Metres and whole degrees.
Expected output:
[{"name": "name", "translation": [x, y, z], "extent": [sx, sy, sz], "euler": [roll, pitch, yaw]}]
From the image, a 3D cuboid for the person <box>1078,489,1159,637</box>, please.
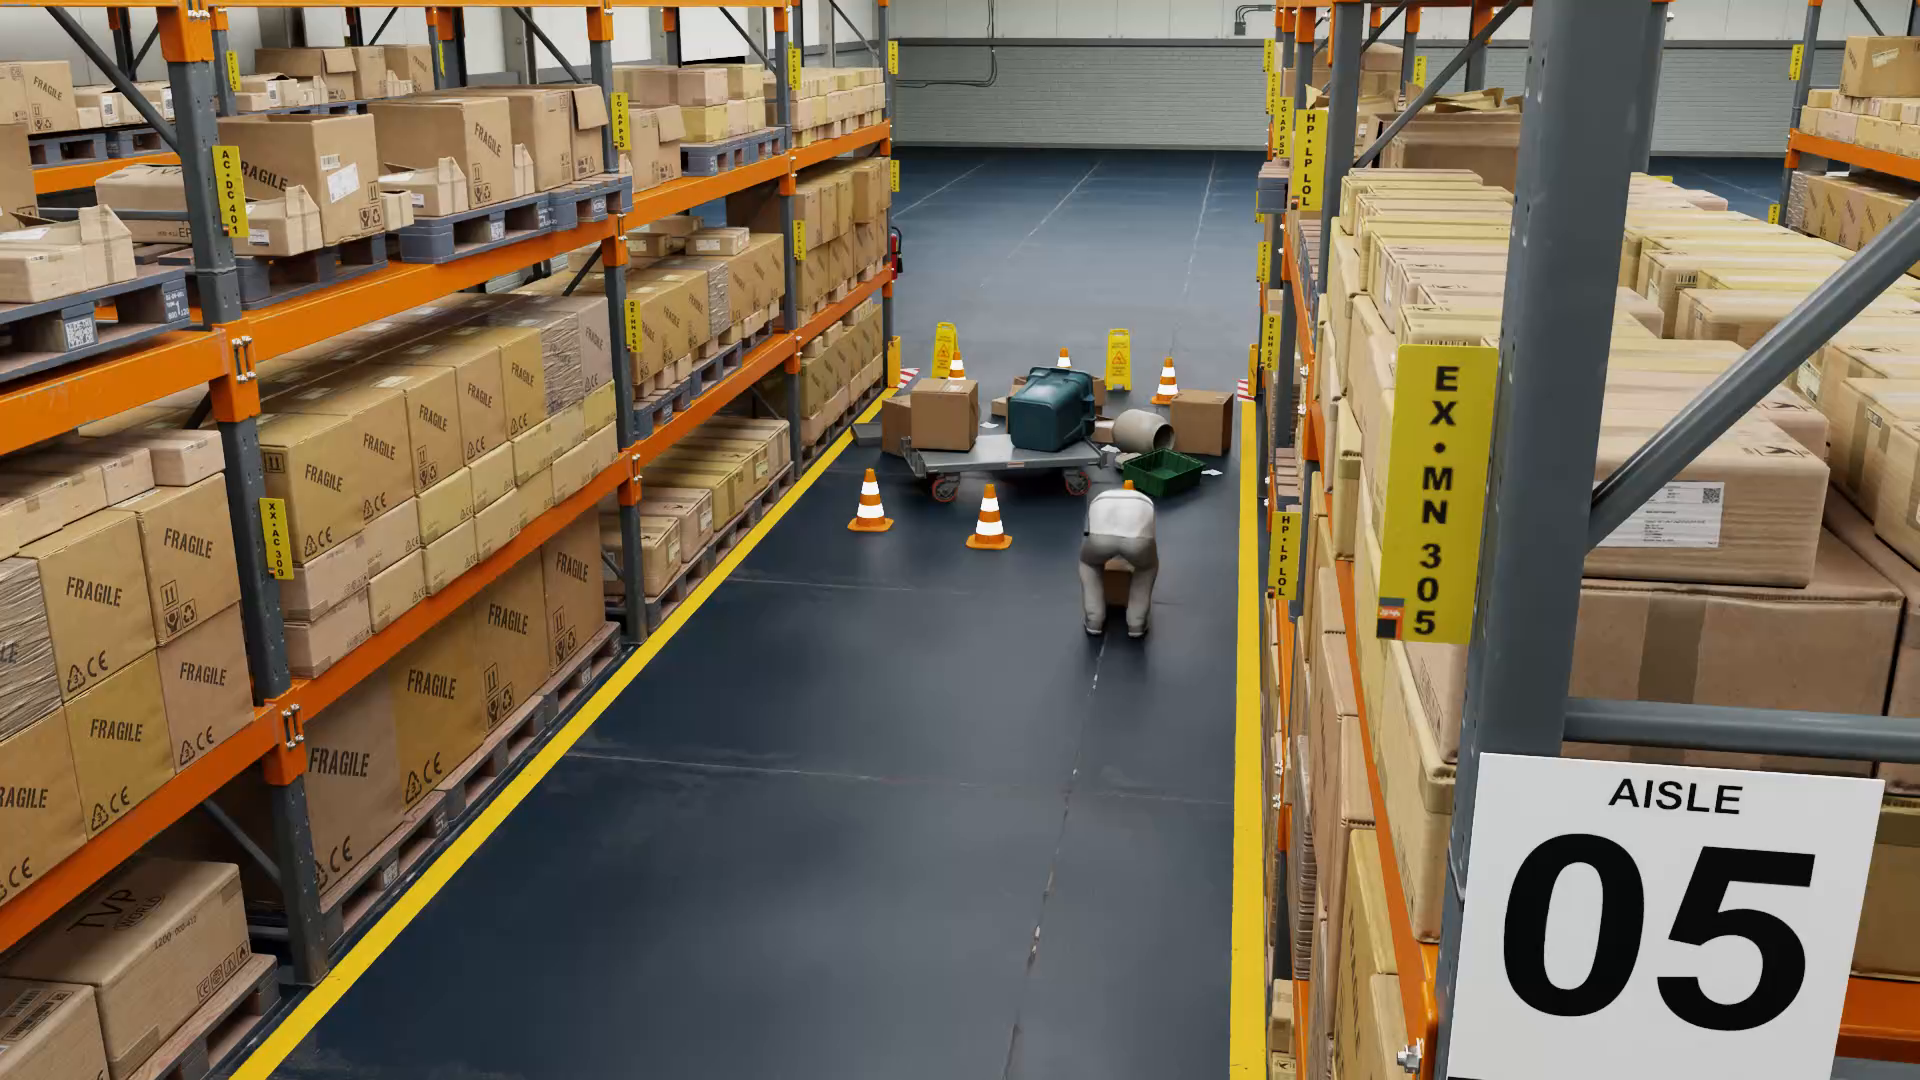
[{"name": "person", "translation": [1.058, 0.083, 11.072], "extent": [0.538, 0.966, 1.023], "euler": [2, 18, 6]}]
